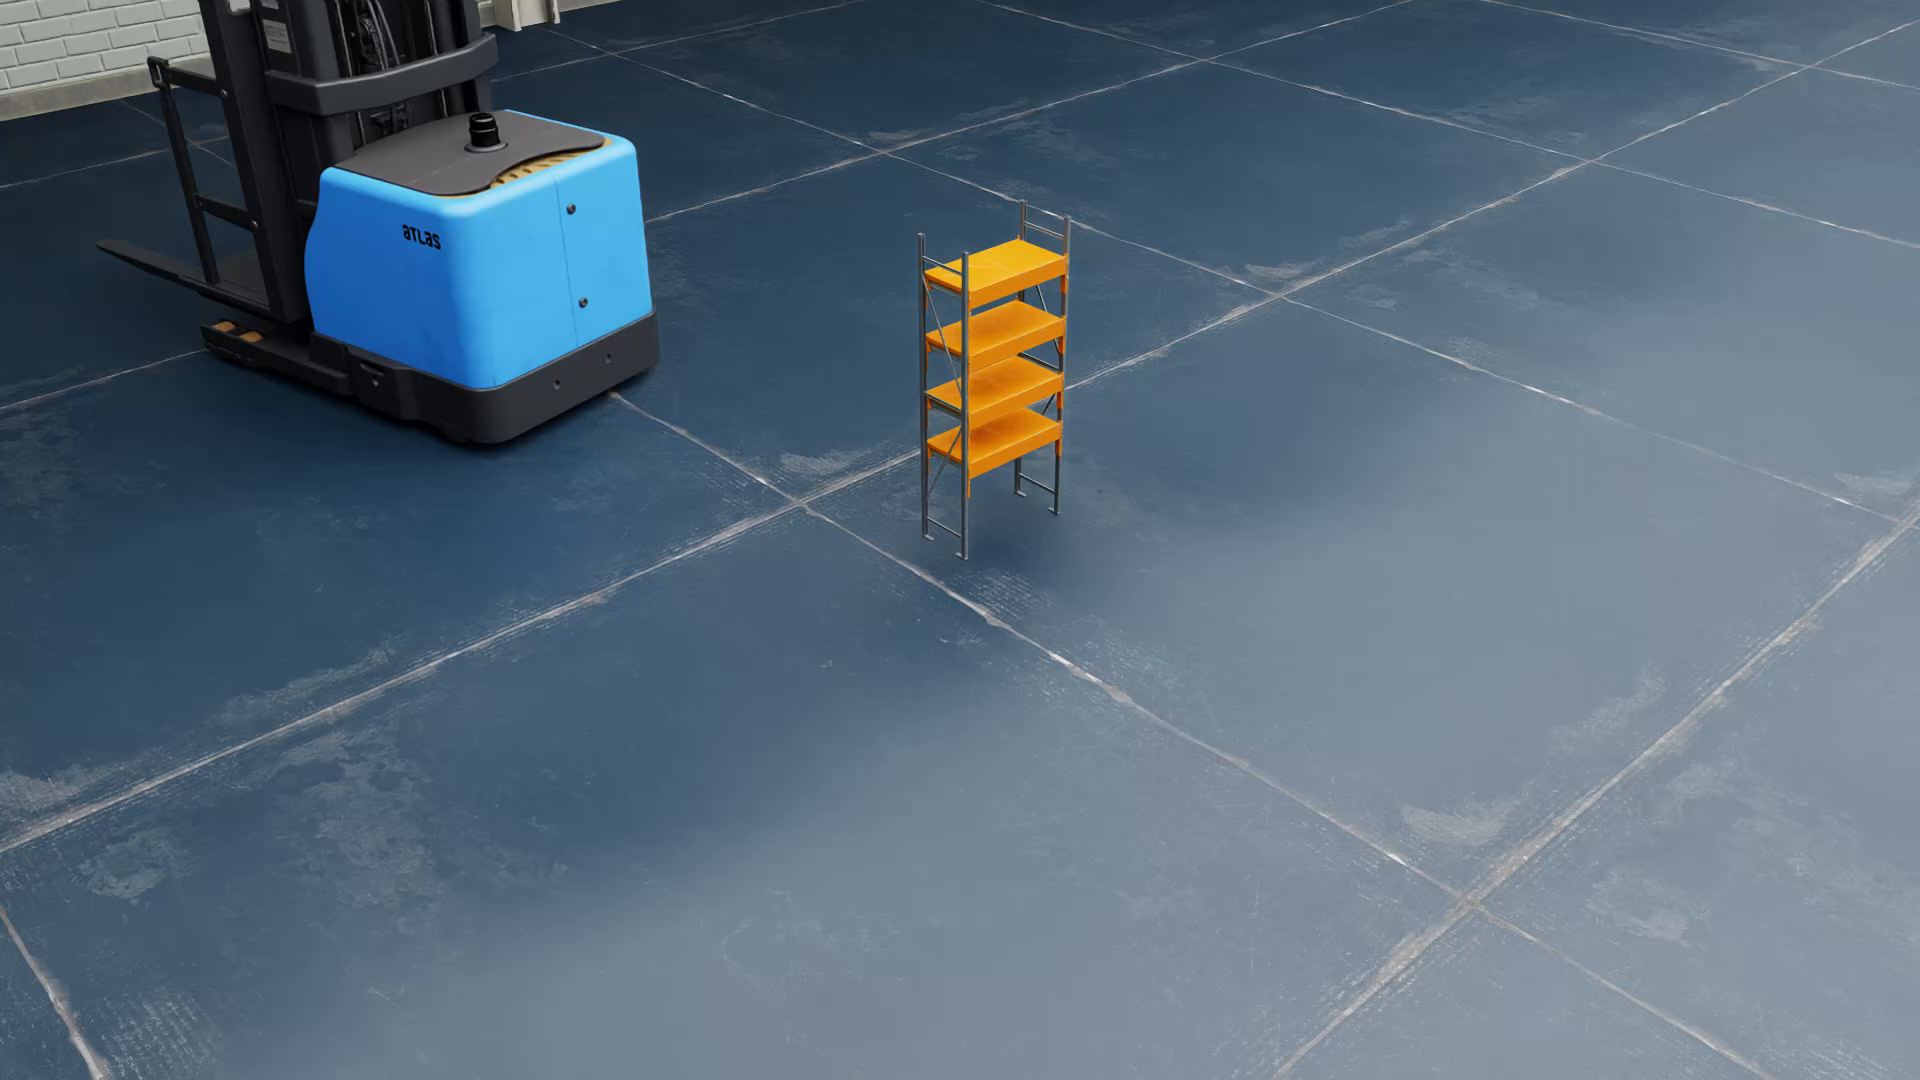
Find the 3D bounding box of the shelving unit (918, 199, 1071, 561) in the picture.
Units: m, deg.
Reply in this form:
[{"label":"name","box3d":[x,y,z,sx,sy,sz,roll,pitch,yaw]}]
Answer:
[{"label":"shelving unit","box3d":[0.121,-0.571,6.033,0.503,1.200,0.258,-26,40,-35]}]

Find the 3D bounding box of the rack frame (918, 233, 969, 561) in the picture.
[{"label":"rack frame","box3d":[-0.058,-0.484,5.891,0.015,1.200,0.240,-26,40,-35]}]

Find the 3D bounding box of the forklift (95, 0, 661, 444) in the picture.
[{"label":"forklift","box3d":[-2.843,-2.229,7.085,3.031,2.935,1.130,20,36,29]}]

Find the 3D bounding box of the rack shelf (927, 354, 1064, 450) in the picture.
[{"label":"rack shelf","box3d":[0.121,-0.513,6.068,0.480,0.148,0.258,-26,40,-35]}]

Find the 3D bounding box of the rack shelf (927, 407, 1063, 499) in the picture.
[{"label":"rack shelf","box3d":[0.121,-0.344,6.172,0.480,0.148,0.258,-26,40,-35]}]

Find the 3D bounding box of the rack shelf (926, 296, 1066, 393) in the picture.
[{"label":"rack shelf","box3d":[0.121,-0.704,5.951,0.480,0.148,0.258,-26,40,-35]}]

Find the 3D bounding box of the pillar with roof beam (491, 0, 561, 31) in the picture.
[{"label":"pillar with roof beam","box3d":[-0.378,-6.145,7.673,0.400,9.000,9.100,-26,40,-35]}]

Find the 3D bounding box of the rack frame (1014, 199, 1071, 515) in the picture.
[{"label":"rack frame","box3d":[0.300,-0.657,6.175,0.015,1.200,0.240,-26,40,-35]}]

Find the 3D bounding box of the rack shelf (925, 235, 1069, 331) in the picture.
[{"label":"rack shelf","box3d":[0.121,-0.906,5.828,0.480,0.148,0.258,-26,40,-35]}]
